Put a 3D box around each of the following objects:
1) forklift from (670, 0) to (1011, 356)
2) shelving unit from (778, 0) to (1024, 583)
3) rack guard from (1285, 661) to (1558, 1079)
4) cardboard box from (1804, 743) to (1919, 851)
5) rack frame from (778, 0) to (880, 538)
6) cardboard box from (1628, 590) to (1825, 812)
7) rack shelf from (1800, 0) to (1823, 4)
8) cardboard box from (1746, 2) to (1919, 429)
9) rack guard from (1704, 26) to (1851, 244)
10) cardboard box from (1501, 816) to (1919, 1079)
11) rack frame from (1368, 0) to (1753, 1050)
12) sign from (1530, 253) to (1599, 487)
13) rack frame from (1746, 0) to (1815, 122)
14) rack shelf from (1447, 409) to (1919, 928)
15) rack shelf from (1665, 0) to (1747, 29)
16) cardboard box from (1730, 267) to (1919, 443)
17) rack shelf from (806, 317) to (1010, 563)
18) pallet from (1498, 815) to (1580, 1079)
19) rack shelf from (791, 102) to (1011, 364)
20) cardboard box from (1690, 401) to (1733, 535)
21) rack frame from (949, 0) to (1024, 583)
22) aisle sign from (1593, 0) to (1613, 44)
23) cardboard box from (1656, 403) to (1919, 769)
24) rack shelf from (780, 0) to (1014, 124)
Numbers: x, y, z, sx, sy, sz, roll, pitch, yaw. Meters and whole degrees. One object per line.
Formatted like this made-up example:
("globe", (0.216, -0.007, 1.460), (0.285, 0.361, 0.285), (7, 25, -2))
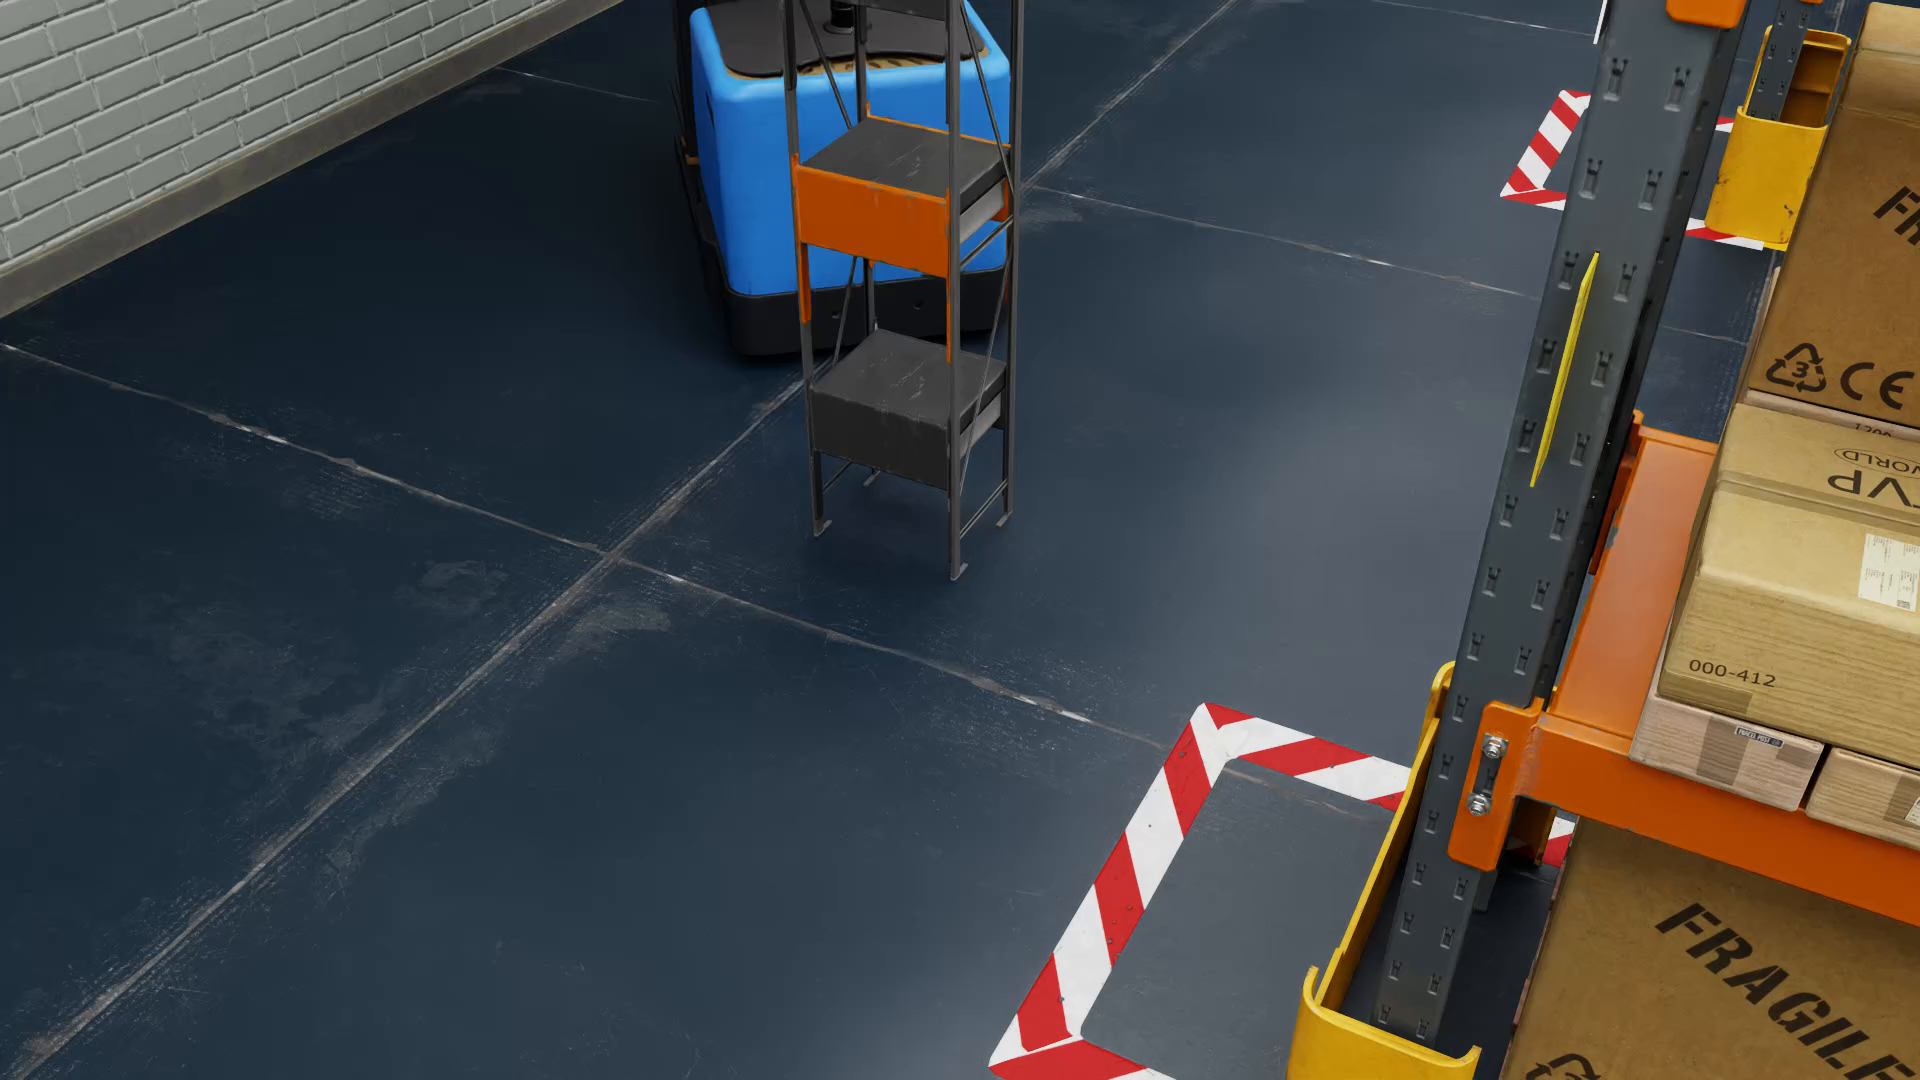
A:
("forklift", (-0.647, -2.725, 6.415), (1.130, 2.935, 3.031), (-8, 38, -11))
("shelving unit", (-0.147, -0.882, 4.676), (0.503, 2.100, 0.431), (17, 41, 21))
("rack guard", (1.070, 0.840, 3.730), (0.348, 0.500, 1.175), (17, 41, 21))
("cardboard box", (1.484, 0.297, 2.585), (0.250, 0.149, 0.380), (17, 40, 21))
("rack frame", (-0.364, -0.950, 4.765), (0.015, 2.100, 0.400), (17, 41, 21))
("cardboard box", (1.255, 0.227, 2.678), (0.250, 0.149, 0.380), (18, 41, 22))
("rack shelf", (5.238, -1.941, 5.922), (4.000, 0.370, 1.077), (17, 41, 21))
("cardboard box", (1.645, -0.512, 2.702), (0.500, 0.500, 0.500), (18, 41, 22))
("rack guard", (3.530, -1.767, 7.165), (0.348, 0.500, 1.175), (17, 41, 21))
("cardboard box", (1.697, 0.665, 3.303), (0.875, 0.875, 0.875), (17, 41, 21))
("rack frame", (1.092, -0.149, 2.966), (0.127, 3.000, 1.000), (17, 41, 21))
("sign", (0.831, -0.229, 2.290), (0.005, 0.325, 0.100), (17, 41, 21))
("rack frame", (3.462, -2.784, 6.437), (0.127, 3.000, 1.000), (17, 41, 21))
("rack shelf", (2.868, 0.693, 2.451), (4.000, 0.370, 1.077), (17, 41, 21))
("rack shelf", (2.868, -0.501, 1.544), (4.000, 0.370, 1.077), (17, 41, 21))
("cardboard box", (1.644, -0.216, 2.931), (0.500, 0.250, 0.500), (17, 40, 21))
("rack shelf", (-0.147, -0.314, 5.107), (0.480, 0.518, 0.431), (17, 41, 21))
("pallet", (1.838, 1.142, 3.571), (1.213, 0.211, 1.003), (17, 41, 21))
("rack shelf", (-0.147, -0.872, 4.684), (0.480, 0.518, 0.431), (17, 41, 21))
("cardboard box", (1.559, -0.127, 3.144), (0.250, 0.149, 0.380), (18, 41, 22))
("rack frame", (0.070, -0.815, 4.586), (0.015, 2.100, 0.400), (17, 41, 21))
("aisle sign", (0.890, -1.044, 1.994), (0.004, 0.787, 0.394), (17, 41, 21))
("cardboard box", (1.394, 0.070, 2.554), (0.500, 0.250, 0.500), (16, 40, 20))
("rack shelf", (-0.147, -1.429, 4.261), (0.480, 0.518, 0.431), (17, 41, 21))
